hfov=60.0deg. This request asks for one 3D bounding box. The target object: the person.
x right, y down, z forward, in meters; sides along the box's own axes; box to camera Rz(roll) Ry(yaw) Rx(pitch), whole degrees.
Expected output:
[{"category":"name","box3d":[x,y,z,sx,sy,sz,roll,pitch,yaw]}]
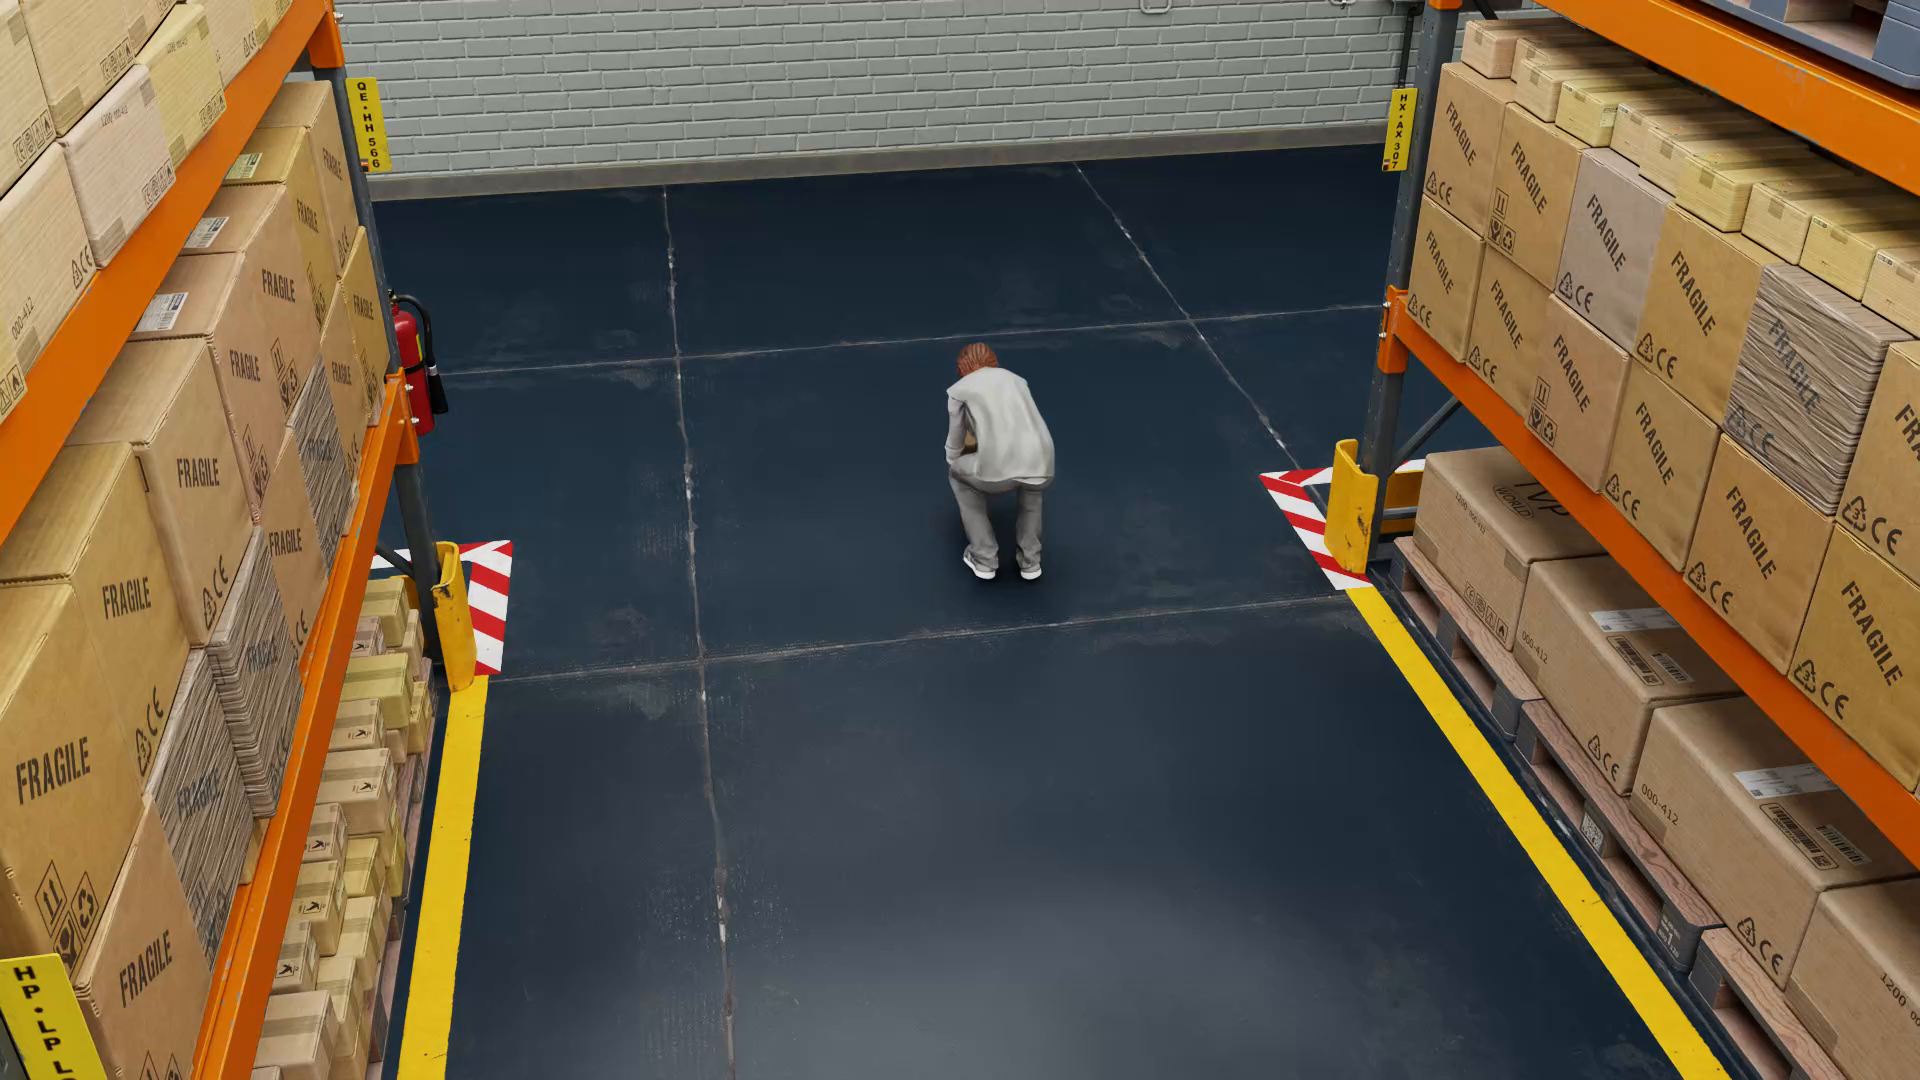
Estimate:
[{"category":"person","box3d":[0.166,-0.320,7.352,0.424,0.897,0.854,-7,32,-11]}]
